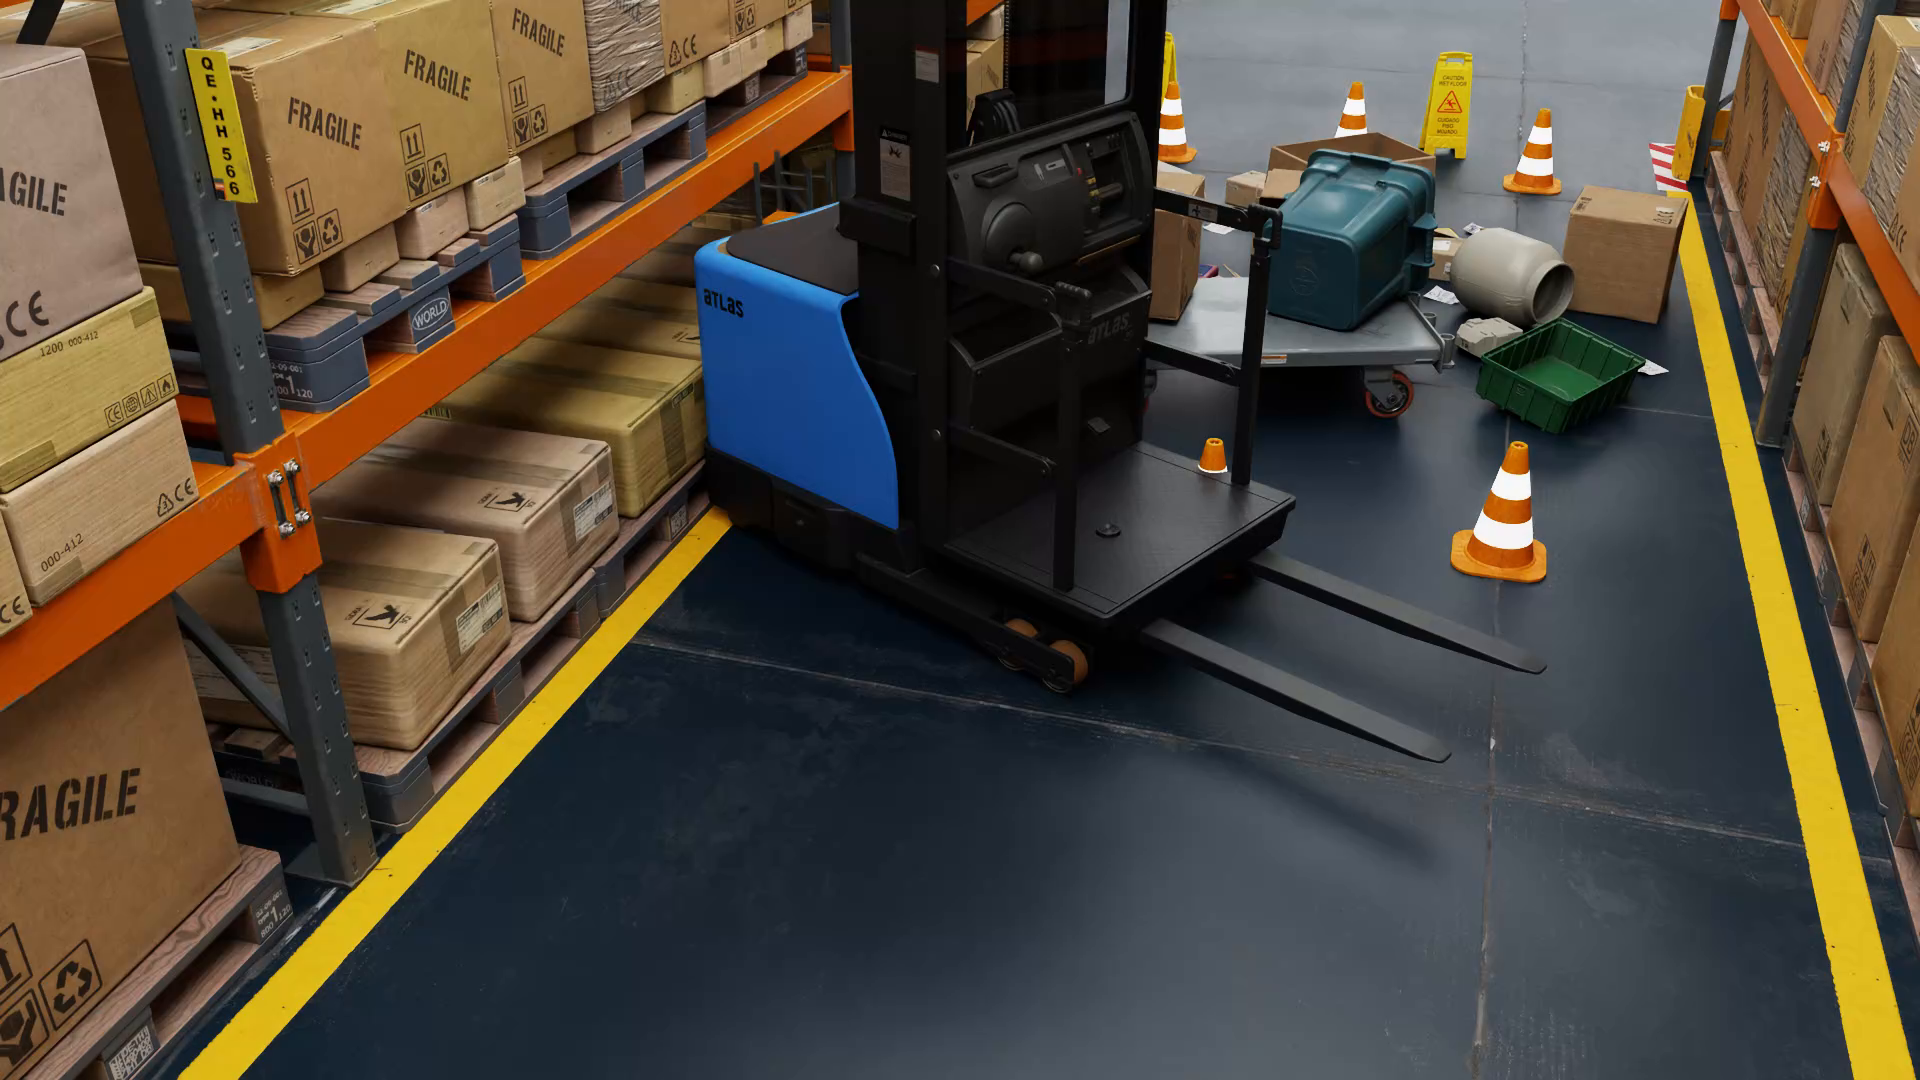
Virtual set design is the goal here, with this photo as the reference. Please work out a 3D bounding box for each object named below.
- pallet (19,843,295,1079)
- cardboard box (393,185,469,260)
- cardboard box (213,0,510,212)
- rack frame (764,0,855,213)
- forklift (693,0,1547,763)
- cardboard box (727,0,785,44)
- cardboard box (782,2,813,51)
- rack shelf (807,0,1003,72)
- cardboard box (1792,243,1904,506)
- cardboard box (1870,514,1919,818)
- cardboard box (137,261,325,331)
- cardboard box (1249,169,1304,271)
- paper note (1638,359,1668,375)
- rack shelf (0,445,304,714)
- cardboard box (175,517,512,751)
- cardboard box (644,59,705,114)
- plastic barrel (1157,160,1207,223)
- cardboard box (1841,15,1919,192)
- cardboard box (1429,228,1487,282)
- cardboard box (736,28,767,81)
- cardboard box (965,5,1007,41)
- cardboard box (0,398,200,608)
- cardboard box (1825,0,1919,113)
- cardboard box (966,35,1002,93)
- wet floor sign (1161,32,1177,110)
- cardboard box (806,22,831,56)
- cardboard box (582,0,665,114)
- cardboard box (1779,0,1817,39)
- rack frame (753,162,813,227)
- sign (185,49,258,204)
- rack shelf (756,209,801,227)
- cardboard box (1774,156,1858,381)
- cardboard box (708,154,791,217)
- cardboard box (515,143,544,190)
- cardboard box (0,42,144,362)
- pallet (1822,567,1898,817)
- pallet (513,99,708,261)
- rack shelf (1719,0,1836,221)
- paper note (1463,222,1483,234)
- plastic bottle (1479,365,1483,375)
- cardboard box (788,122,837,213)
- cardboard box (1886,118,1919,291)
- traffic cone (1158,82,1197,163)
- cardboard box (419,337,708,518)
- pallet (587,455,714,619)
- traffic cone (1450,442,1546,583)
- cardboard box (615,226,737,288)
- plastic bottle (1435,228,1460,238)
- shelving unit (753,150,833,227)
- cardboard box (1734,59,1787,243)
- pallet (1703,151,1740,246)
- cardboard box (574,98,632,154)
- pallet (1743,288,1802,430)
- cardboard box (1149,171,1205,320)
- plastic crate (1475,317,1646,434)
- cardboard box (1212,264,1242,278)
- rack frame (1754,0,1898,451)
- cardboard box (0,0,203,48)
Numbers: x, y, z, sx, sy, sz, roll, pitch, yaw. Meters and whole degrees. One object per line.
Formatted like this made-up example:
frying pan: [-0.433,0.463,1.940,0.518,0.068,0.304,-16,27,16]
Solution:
pallet: [-2.416,1.119,4.022,1.003,0.211,1.213,8,30,15]
cardboard box: [-1.600,-0.901,4.610,0.380,0.149,0.250,7,30,12]
cardboard box: [-1.613,-1.232,4.538,0.500,0.500,0.500,10,31,17]
rack frame: [-0.938,-2.314,7.325,1.000,3.000,0.127,8,30,15]
forklift: [0.460,-1.077,5.171,3.031,2.935,1.130,24,37,36]
cardboard box: [-0.999,-2.193,6.267,0.500,0.500,0.500,9,30,15]
cardboard box: [-0.826,-2.109,6.783,0.380,0.149,0.250,9,30,16]
rack shelf: [-0.351,-2.929,9.170,1.077,0.370,4.000,8,30,15]
cardboard box: [3.727,-0.554,6.042,1.050,0.750,0.750,8,30,15]
cardboard box: [3.167,0.327,4.459,1.050,0.750,0.750,9,30,16]
cardboard box: [-1.839,-0.654,4.166,0.380,0.149,0.250,7,30,12]
cardboard box: [1.874,-1.528,8.340,0.797,0.637,0.503,8,30,15]
paper note: [3.155,-0.799,7.655,0.147,0.020,0.142,-12,31,-20]
rack shelf: [-2.700,0.788,2.487,1.077,0.370,4.000,8,30,15]
cardboard box: [-1.937,0.248,4.989,0.950,0.372,0.625,6,30,11]
cardboard box: [-1.139,-1.637,5.934,0.380,0.149,0.250,8,30,15]
plastic barrel: [1.077,-1.871,9.179,0.421,0.421,0.512,-17,34,-28]
cardboard box: [3.412,-1.493,5.745,0.500,0.500,0.500,9,30,15]
cardboard box: [2.567,-1.522,8.712,0.396,0.266,0.258,14,32,23]
cardboard box: [-0.961,-1.864,6.342,0.380,0.149,0.250,8,30,14]
cardboard box: [0.050,-2.938,9.403,0.380,0.149,0.250,10,31,17]
cardboard box: [-2.013,-0.118,3.530,0.500,0.250,0.500,7,30,13]
cardboard box: [3.920,-1.894,6.414,0.875,0.550,0.550,8,30,15]
cardboard box: [-0.055,-2.597,9.457,0.500,0.500,0.500,8,30,14]
wet floor sign: [1.314,-3.080,11.123,0.267,0.644,0.232,20,35,32]
cardboard box: [-0.539,-2.305,7.566,0.380,0.149,0.250,8,30,15]
cardboard box: [-1.309,-1.711,5.399,0.500,0.500,0.500,7,30,13]
cardboard box: [4.391,-2.647,7.769,0.875,0.550,0.500,8,30,15]
rack frame: [-0.677,-0.898,6.613,0.240,1.200,0.006,10,29,17]
sign: [-1.581,-0.884,3.562,0.100,0.325,0.005,8,30,15]
rack shelf: [-0.646,-1.217,6.541,0.258,0.103,0.180,10,29,17]
cardboard box: [4.075,-1.192,7.061,0.875,0.875,0.875,9,30,16]
cardboard box: [-1.021,-1.937,8.272,0.500,0.500,0.500,8,30,14]
cardboard box: [-1.503,-1.149,5.056,0.380,0.149,0.250,10,31,18]
cardboard box: [-2.014,-0.658,3.217,0.500,0.500,0.500,8,30,14]
pallet: [3.313,0.502,5.131,1.003,0.211,1.213,8,30,15]
pallet: [-1.571,-1.297,5.694,1.003,0.211,1.213,8,30,15]
rack shelf: [4.410,-2.270,7.985,1.077,0.370,4.000,8,30,15]
paper note: [2.926,-1.748,9.363,0.144,0.017,0.142,20,35,32]
plastic bottle: [2.462,-0.714,7.471,0.133,0.061,0.283,-6,30,-11]
cardboard box: [-0.507,-1.860,8.132,0.500,0.500,0.500,10,31,17]
cardboard box: [3.115,-1.026,4.906,0.500,0.500,0.500,8,30,15]
traffic cone: [1.343,-2.681,10.593,0.336,0.463,0.334,8,30,15]
cardboard box: [-1.500,-0.447,6.240,0.950,0.372,0.625,10,30,17]
pallet: [-1.522,-0.165,6.329,1.003,0.211,1.213,8,30,15]
traffic cone: [1.986,-0.138,6.023,0.336,0.463,0.334,8,30,15]
cardboard box: [-1.090,-1.105,7.422,0.950,0.372,0.625,9,30,16]
plastic bottle: [2.679,-1.643,9.140,0.133,0.061,0.283,-1,29,-3]
shelving unit: [-0.646,-0.938,6.689,0.258,1.200,0.189,10,29,17]
cardboard box: [4.605,-2.035,8.576,0.875,0.875,0.875,8,30,14]
pallet: [4.837,-1.912,9.471,1.003,0.211,1.213,8,30,15]
cardboard box: [-1.319,-1.398,5.503,0.380,0.149,0.250,9,30,16]
pallet: [4.121,-0.778,7.432,1.003,0.211,1.213,8,30,15]
cardboard box: [0.772,-1.313,7.317,0.500,0.500,0.500,8,30,15]
plastic crate: [2.622,-0.719,7.290,0.662,0.188,0.450,-24,47,-37]
cardboard box: [1.352,-1.192,8.119,0.258,0.266,0.396,-12,31,-20]
rack frame: [3.823,-1.655,6.139,1.000,3.000,0.127,8,30,15]
cardboard box: [-2.245,-1.063,4.235,0.500,0.500,0.500,8,30,13]
